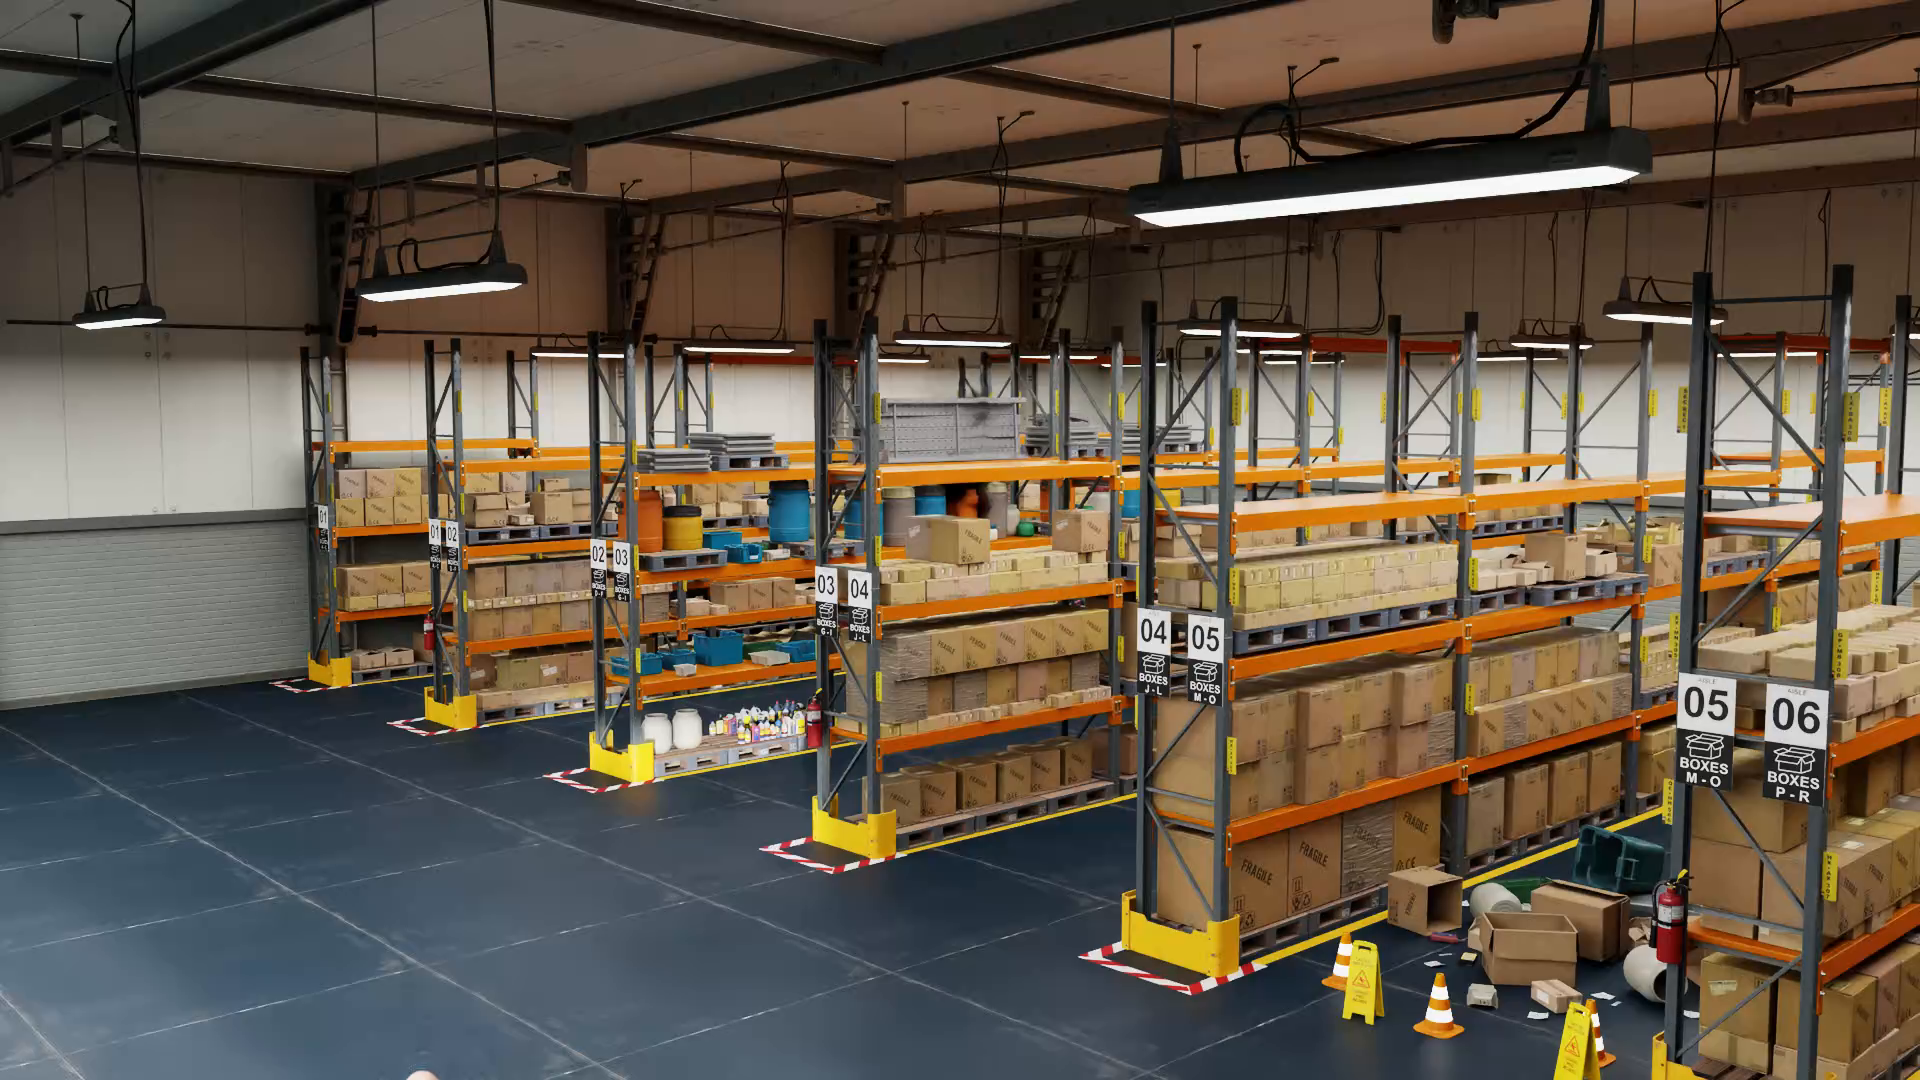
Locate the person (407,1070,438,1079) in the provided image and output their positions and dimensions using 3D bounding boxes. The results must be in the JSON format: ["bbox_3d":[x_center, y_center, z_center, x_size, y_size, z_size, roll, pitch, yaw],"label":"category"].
[{"bbox_3d":[-2.756,3.537,8.543,0.667,1.623,0.601,-1,5,-13],"label":"person"}]
